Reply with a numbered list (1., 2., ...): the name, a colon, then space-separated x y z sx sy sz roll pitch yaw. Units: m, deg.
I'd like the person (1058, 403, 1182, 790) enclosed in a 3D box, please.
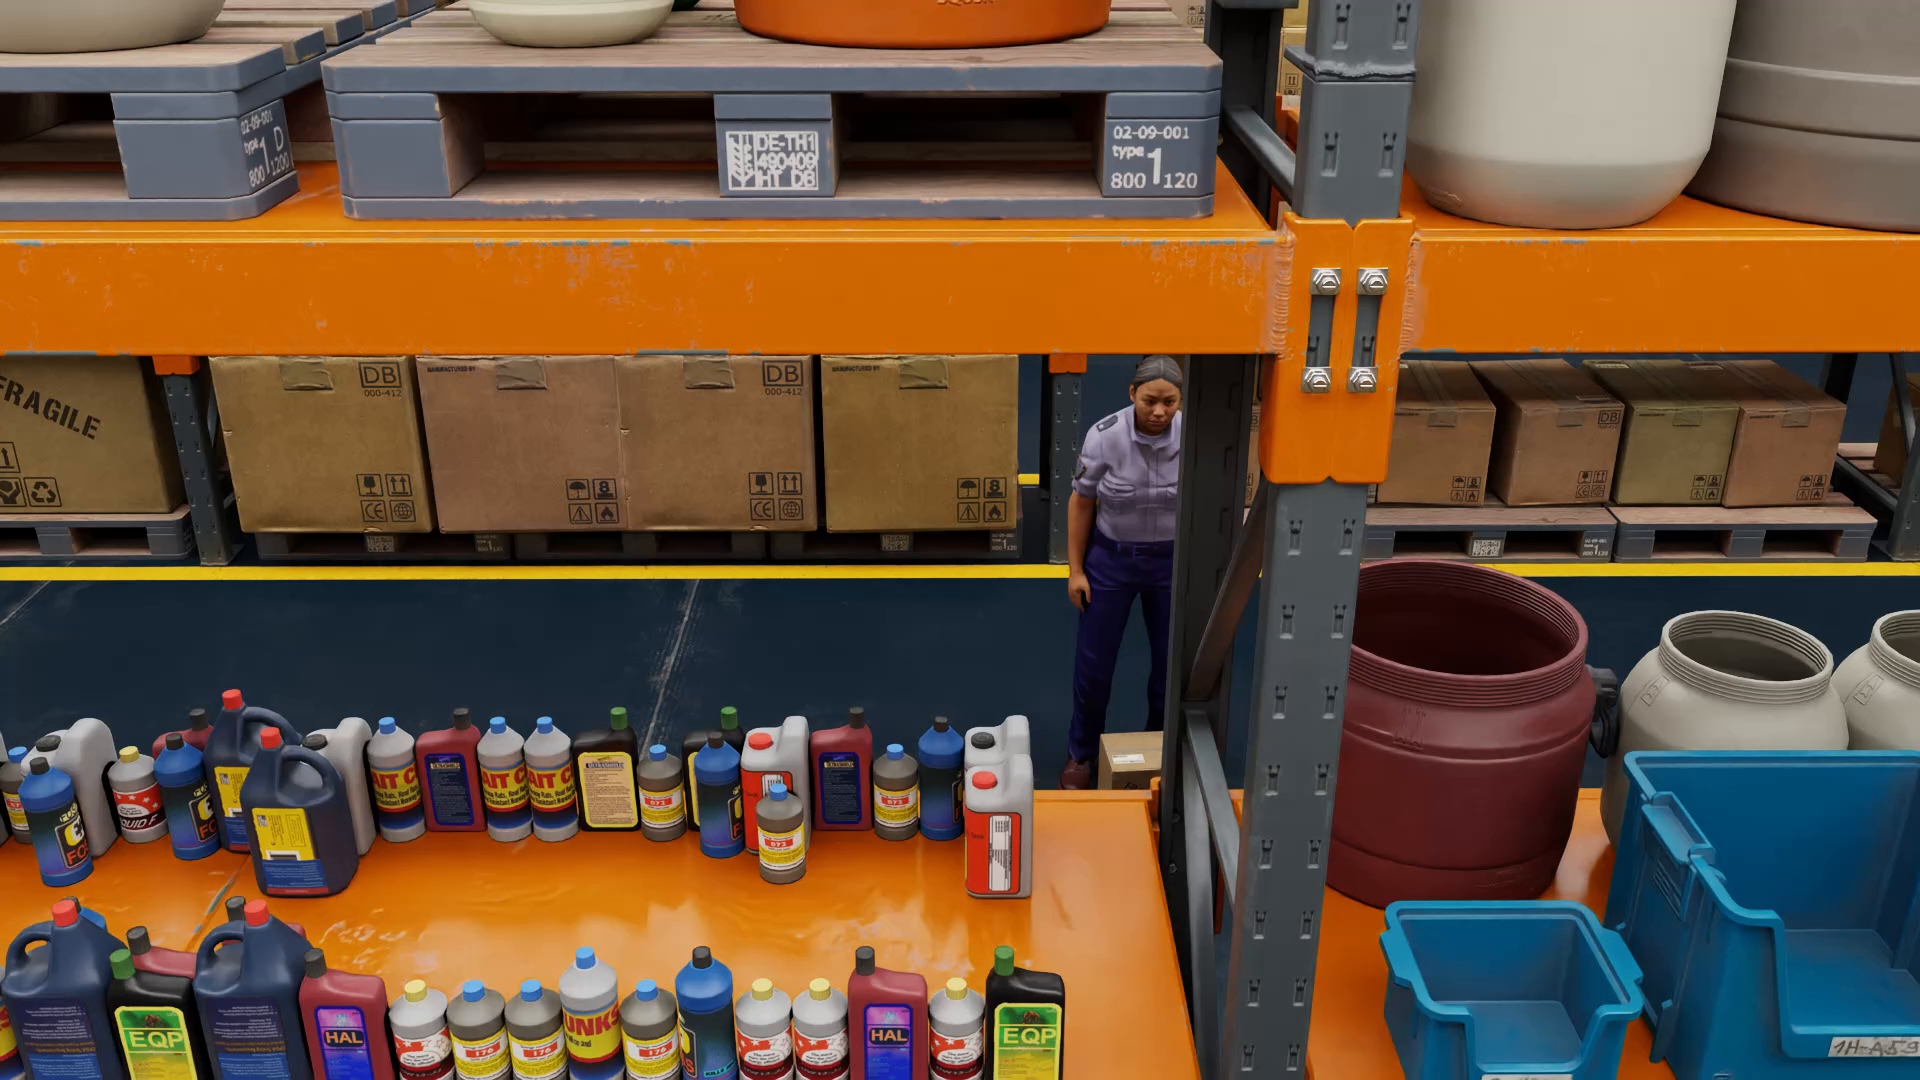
1. person: 0.624 0.201 5.883 0.530 1.473 0.369 0 24 0
